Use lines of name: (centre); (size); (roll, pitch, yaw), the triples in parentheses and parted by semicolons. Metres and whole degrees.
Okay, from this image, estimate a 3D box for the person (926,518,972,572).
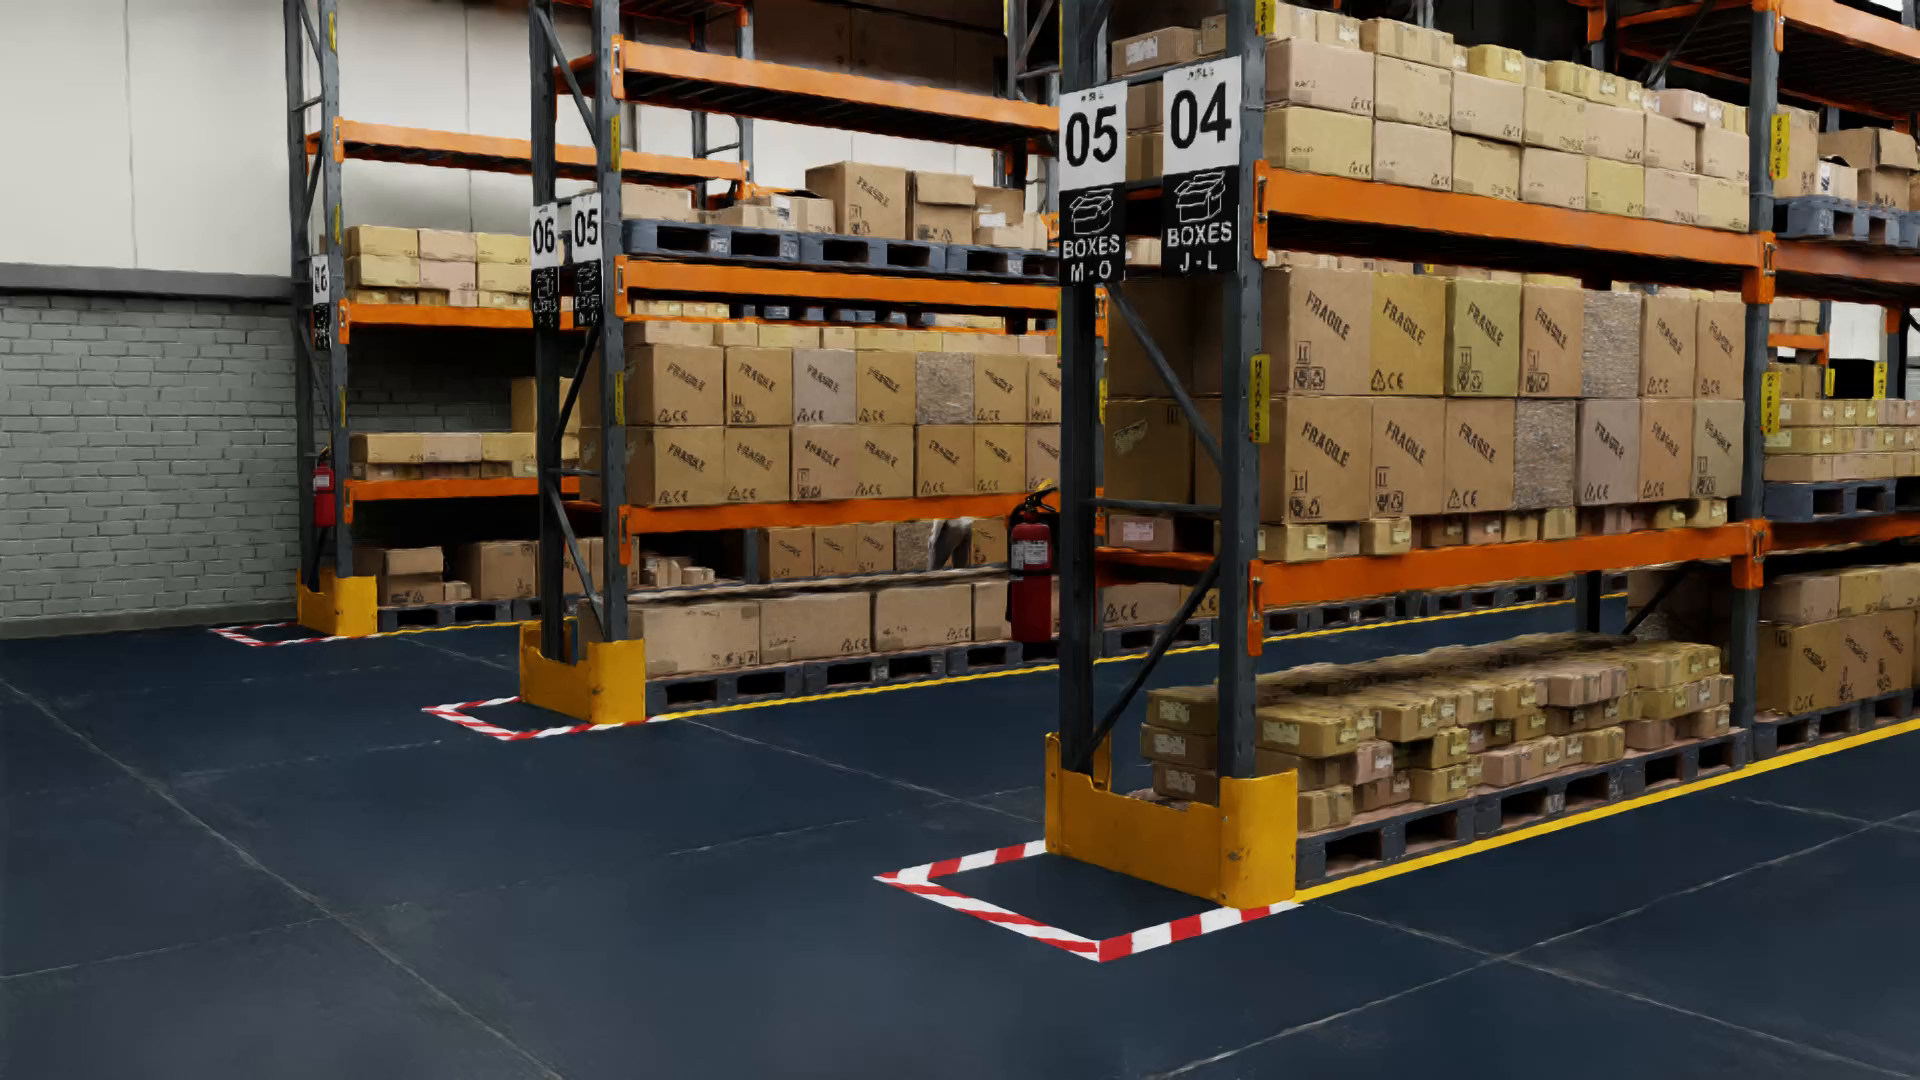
person: (-0.039, -0.068, 14.527); (0.431, 1.649, 0.554); (2, 5, 24)
